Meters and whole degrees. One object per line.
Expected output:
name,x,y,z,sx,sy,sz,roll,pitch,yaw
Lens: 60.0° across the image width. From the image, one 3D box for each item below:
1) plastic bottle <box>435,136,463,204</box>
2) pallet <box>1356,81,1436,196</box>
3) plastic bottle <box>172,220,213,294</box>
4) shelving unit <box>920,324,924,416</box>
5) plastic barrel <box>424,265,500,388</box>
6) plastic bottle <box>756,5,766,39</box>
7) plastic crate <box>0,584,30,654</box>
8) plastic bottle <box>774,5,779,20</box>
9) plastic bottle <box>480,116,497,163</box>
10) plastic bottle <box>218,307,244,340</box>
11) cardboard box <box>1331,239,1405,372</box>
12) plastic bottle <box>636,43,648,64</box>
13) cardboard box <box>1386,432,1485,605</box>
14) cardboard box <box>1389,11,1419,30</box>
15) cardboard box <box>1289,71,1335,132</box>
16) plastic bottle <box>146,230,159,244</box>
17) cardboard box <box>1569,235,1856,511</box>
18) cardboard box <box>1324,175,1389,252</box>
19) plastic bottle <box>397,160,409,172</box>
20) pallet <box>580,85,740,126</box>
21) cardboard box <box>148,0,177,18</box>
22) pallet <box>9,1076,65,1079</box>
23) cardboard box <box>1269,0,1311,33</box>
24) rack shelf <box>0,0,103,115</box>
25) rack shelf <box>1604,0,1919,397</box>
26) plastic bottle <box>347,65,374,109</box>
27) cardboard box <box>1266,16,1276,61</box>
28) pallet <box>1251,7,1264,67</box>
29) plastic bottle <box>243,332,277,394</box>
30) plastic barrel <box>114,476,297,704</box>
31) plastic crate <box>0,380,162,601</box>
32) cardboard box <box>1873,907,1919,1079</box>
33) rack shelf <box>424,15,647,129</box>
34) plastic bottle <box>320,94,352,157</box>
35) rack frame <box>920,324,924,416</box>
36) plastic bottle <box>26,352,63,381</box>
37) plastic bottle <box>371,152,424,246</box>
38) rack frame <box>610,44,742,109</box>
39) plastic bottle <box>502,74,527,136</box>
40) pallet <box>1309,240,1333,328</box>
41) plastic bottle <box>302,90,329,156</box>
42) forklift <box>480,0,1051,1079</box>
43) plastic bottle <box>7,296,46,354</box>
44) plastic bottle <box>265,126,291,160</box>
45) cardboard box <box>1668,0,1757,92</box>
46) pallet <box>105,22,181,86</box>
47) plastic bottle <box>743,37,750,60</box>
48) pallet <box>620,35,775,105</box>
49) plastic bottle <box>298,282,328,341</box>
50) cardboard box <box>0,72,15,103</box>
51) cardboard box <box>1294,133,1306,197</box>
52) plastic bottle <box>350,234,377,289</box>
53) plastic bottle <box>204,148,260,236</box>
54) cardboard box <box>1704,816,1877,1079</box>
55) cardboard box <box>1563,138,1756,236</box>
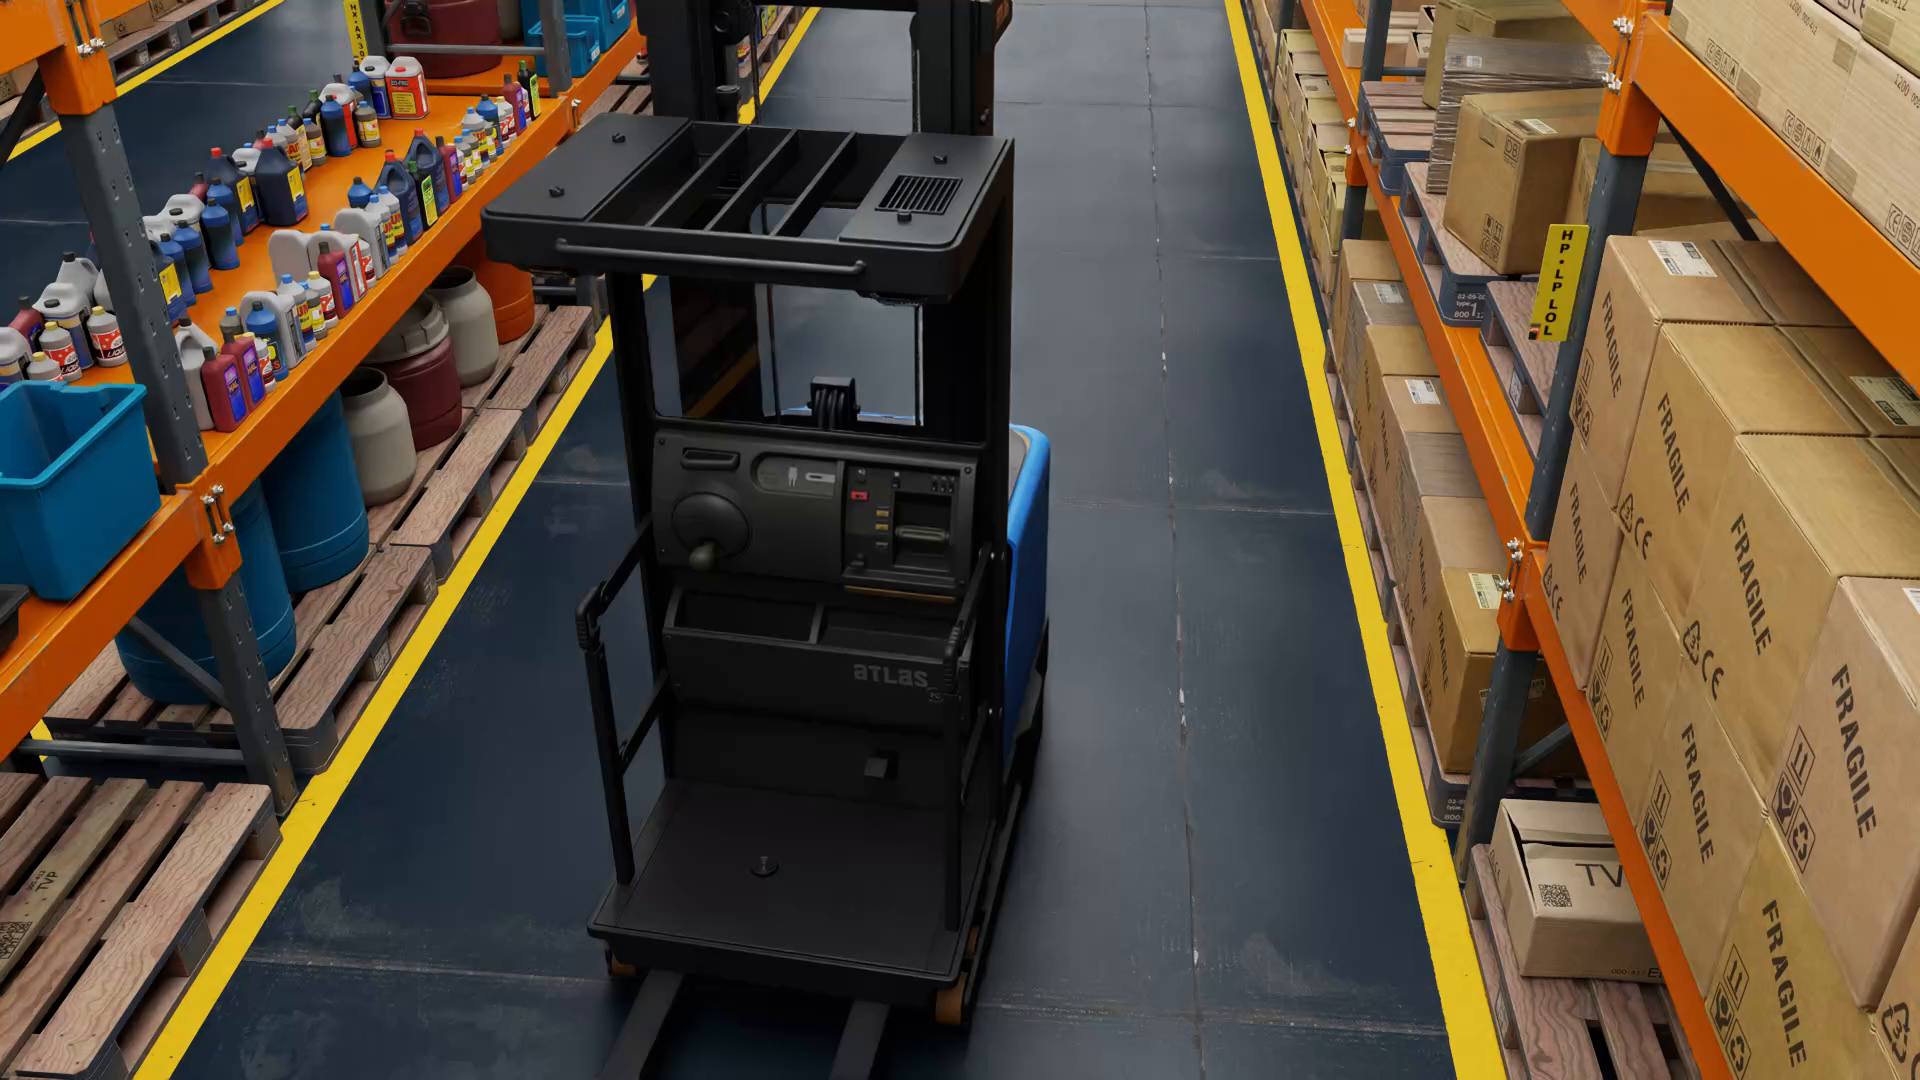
plastic bottle,-2.182,-1.588,7.080,0.061,0.283,0.133,2,32,4
pallet,2.470,-1.813,7.515,1.213,0.211,1.003,2,32,4
plastic bottle,-2.889,-1.068,6.247,0.097,0.271,0.097,0,32,0
shelving unit,-0.013,-0.424,6.795,0.258,1.200,0.503,2,32,4
plastic barrel,-2.461,-1.029,8.032,0.421,0.512,0.421,0,32,0
plastic bottle,-1.606,-4.176,13.336,0.061,0.283,0.133,4,32,6
plastic crate,-2.630,0.314,4.086,0.437,0.125,0.590,2,32,4
plastic bottle,-1.602,-4.494,13.860,0.152,0.276,0.135,2,32,3
plastic bottle,-2.159,-1.818,7.531,0.097,0.201,0.097,0,32,0
plastic bottle,-2.486,-0.702,5.719,0.097,0.201,0.097,0,32,0
cardboard box,2.133,-1.149,8.219,0.500,0.500,0.500,4,32,6
plastic bottle,-2.437,-3.756,12.734,0.097,0.201,0.097,0,32,0
cardboard box,1.974,-0.074,6.474,0.500,0.500,0.500,3,32,5
cardboard box,2.503,-2.814,9.197,0.380,0.149,0.250,5,32,8
cardboard box,2.412,-2.853,10.706,0.500,0.311,0.500,1,32,2
plastic bottle,-3.026,-0.996,6.125,0.152,0.276,0.135,2,32,4
cardboard box,1.811,-0.394,3.982,0.500,0.500,0.500,3,32,5
cardboard box,2.253,-1.783,8.971,0.500,0.311,0.500,3,32,5
plastic bottle,-2.269,-1.425,6.814,0.061,0.283,0.133,2,32,4
pallet,-2.181,-2.958,11.848,1.003,0.211,1.213,2,32,4
cardboard box,-7.008,-4.719,14.030,0.500,0.500,0.500,0,32,0
pallet,-2.925,1.839,4.065,1.003,0.211,1.213,2,32,4
cardboard box,2.653,-4.184,12.686,0.500,0.500,0.500,2,32,4
rack shelf,-2.970,-0.299,2.702,1.077,0.370,4.000,2,32,4
rack shelf,1.967,-0.085,2.356,1.077,0.370,4.000,2,32,4
plastic bottle,-2.875,-2.139,7.984,0.097,0.271,0.097,0,32,0
cardboard box,2.651,-3.865,12.882,0.500,0.250,0.500,2,32,4
pallet,2.984,-4.210,13.880,1.003,0.211,1.213,2,32,4
plastic bottle,-2.350,-0.594,5.544,0.097,0.201,0.097,0,32,0
plastic barrel,-2.746,0.057,5.898,0.600,0.901,0.708,2,32,4
plastic crate,-2.505,-0.134,4.566,0.392,0.384,0.575,2,32,4
cardboard box,1.644,0.683,2.234,0.500,0.500,0.500,3,32,5
rack shelf,-2.318,-3.205,10.277,1.077,0.370,4.000,2,32,4
plastic bottle,-2.852,-1.894,7.587,0.097,0.271,0.097,0,32,0
rack frame,-0.033,-0.297,6.588,0.240,1.200,0.015,2,32,4
plastic bottle,-2.971,-0.514,5.414,0.097,0.201,0.097,0,32,0
plastic bottle,-2.262,-1.369,6.660,0.144,0.351,0.185,2,32,4
rack frame,-2.156,-4.557,11.786,1.000,3.000,0.127,2,32,4
plastic bottle,-2.108,-2.065,7.854,0.061,0.283,0.133,2,32,4
pallet,2.561,-1.494,9.472,1.003,0.211,1.213,2,32,4
plastic bottle,-2.933,-1.893,7.574,0.061,0.283,0.133,2,32,4
forklift,-0.454,-0.023,4.494,1.130,2.935,3.031,6,32,9
plastic bottle,-3.124,-0.667,5.584,0.061,0.283,0.133,2,32,4
plastic bottle,-2.951,-1.655,7.200,0.097,0.271,0.097,0,32,0
cardboard box,1.843,-1.130,3.508,0.500,0.250,0.500,2,32,4
pallet,-7.073,-3.934,13.433,1.003,0.211,1.213,2,32,4
plastic bottle,-1.676,-3.807,12.817,0.097,0.201,0.097,0,32,0
pallet,-2.059,-3.719,13.084,1.003,0.211,1.213,2,32,4
plastic bottle,-2.315,-0.817,5.906,0.097,0.201,0.097,0,32,0
cardboard box,-7.221,-3.323,11.746,0.700,0.500,0.500,2,32,4
cardboard box,2.377,-2.347,10.420,0.500,0.250,0.500,3,32,5
plastic bottle,-2.277,-1.059,6.298,0.097,0.201,0.097,0,32,0
plastic bottle,-2.969,-1.423,6.748,0.144,0.351,0.185,2,32,4
cardboard box,1.695,0.847,2.921,0.500,0.500,0.500,2,32,3
cardboard box,2.384,-0.982,5.489,0.700,0.500,0.500,7,32,12
